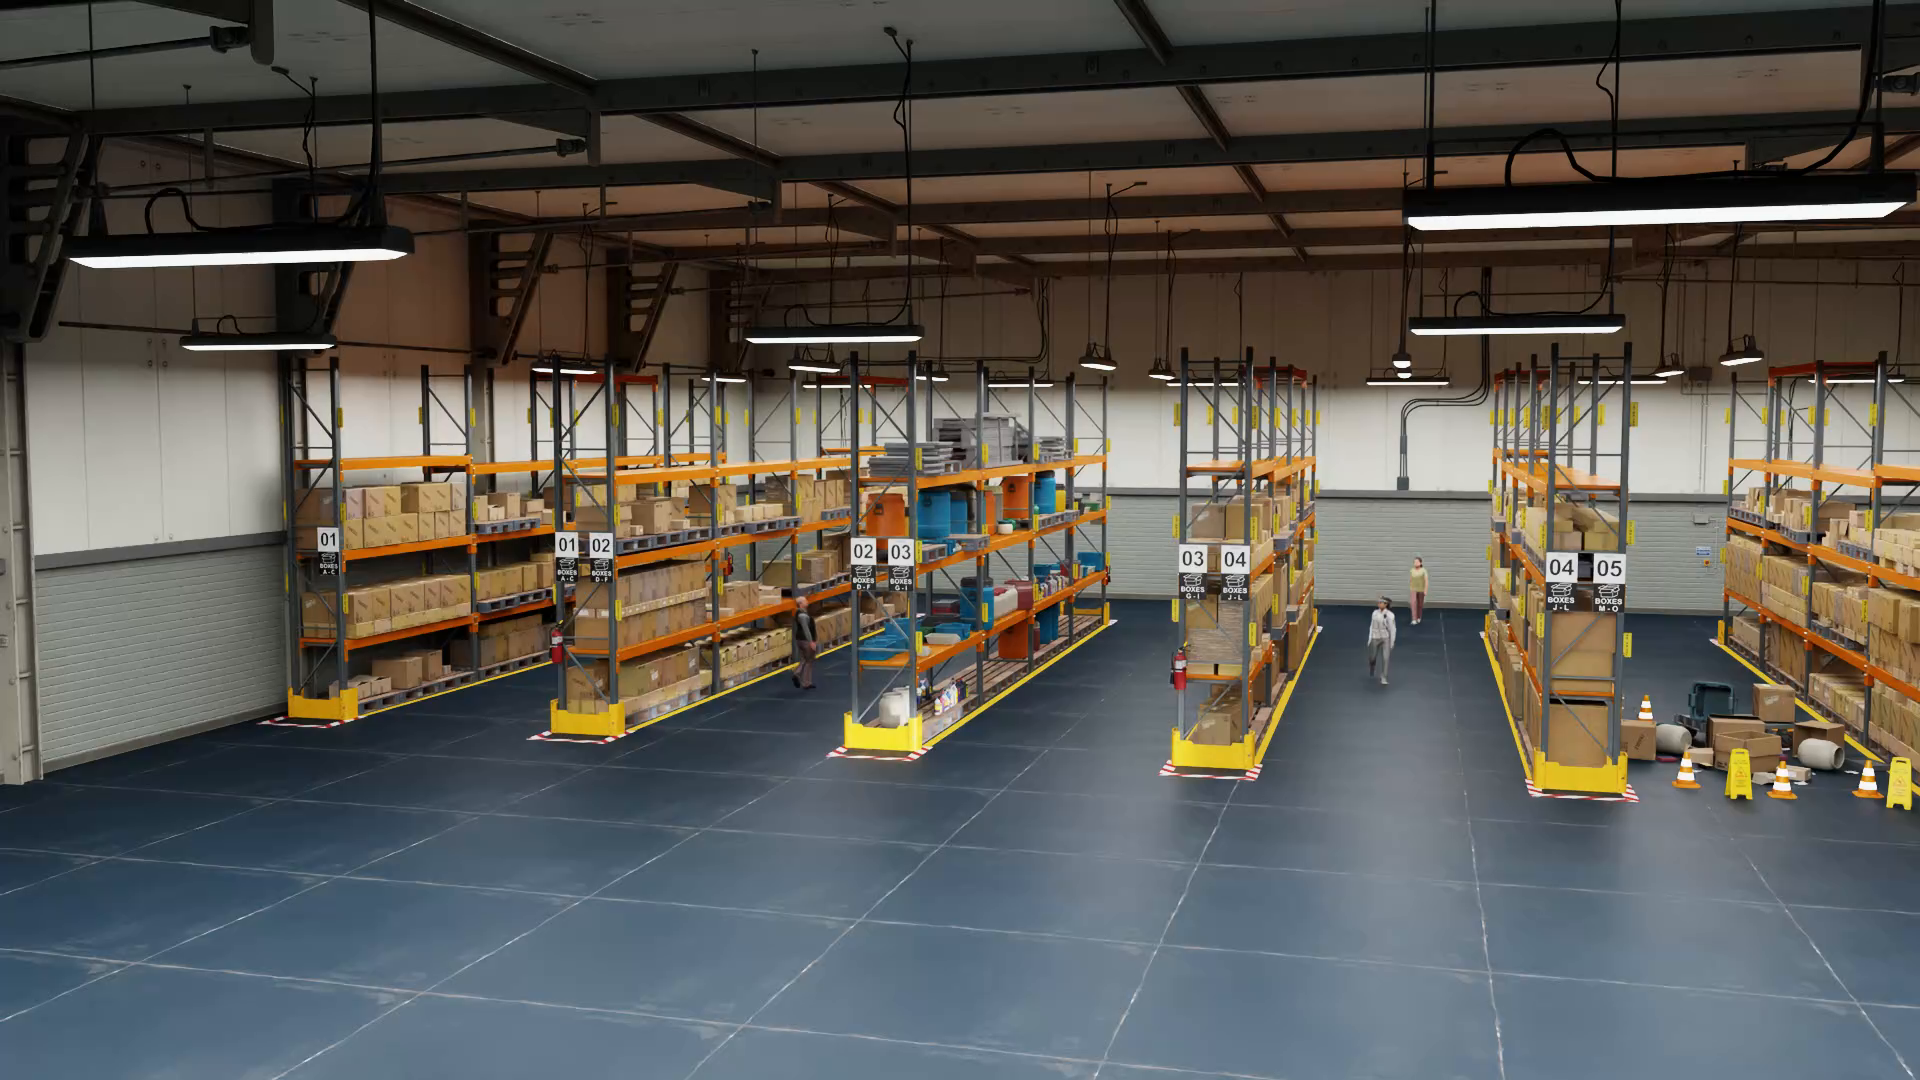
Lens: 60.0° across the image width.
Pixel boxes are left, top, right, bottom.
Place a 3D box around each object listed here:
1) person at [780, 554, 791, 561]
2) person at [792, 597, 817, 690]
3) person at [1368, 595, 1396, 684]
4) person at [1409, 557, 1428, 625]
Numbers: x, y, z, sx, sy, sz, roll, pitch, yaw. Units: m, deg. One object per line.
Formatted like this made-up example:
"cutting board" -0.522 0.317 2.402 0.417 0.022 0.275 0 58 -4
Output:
"person" -4.262 1.208 40.780 0.413 1.719 0.550 -1 4 -15
"person" -2.836 1.883 30.459 0.481 1.706 0.549 -3 5 -38
"person" 7.971 1.856 31.422 0.507 1.655 0.708 1 4 12
"person" 11.089 1.227 40.214 0.447 1.613 1.039 1 4 13
